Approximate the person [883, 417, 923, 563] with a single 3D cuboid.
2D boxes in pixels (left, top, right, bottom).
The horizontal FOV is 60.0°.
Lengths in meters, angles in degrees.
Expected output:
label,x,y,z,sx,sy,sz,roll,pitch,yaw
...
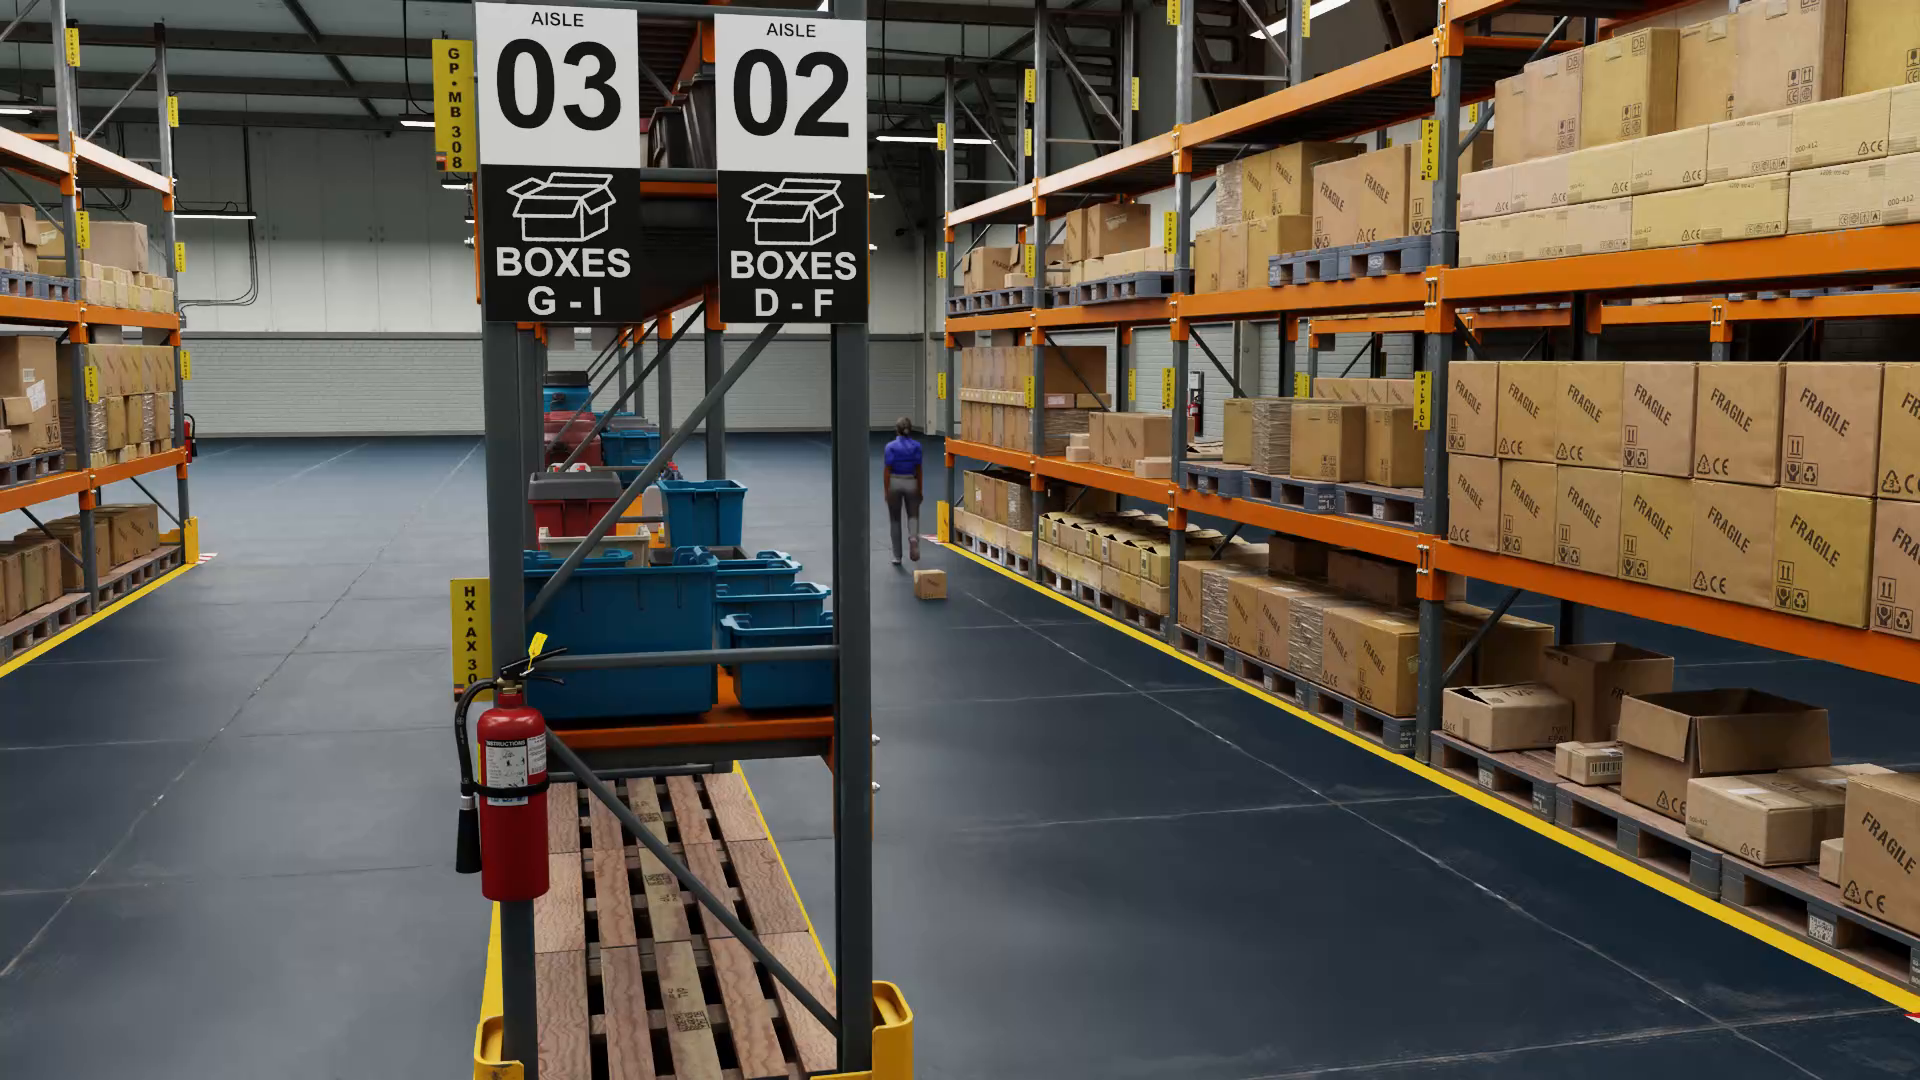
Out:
label,x,y,z,sx,sy,sz,roll,pitch,yaw
person,-0.633,-0.553,18.615,0.456,1.647,0.549,-1,6,-11
